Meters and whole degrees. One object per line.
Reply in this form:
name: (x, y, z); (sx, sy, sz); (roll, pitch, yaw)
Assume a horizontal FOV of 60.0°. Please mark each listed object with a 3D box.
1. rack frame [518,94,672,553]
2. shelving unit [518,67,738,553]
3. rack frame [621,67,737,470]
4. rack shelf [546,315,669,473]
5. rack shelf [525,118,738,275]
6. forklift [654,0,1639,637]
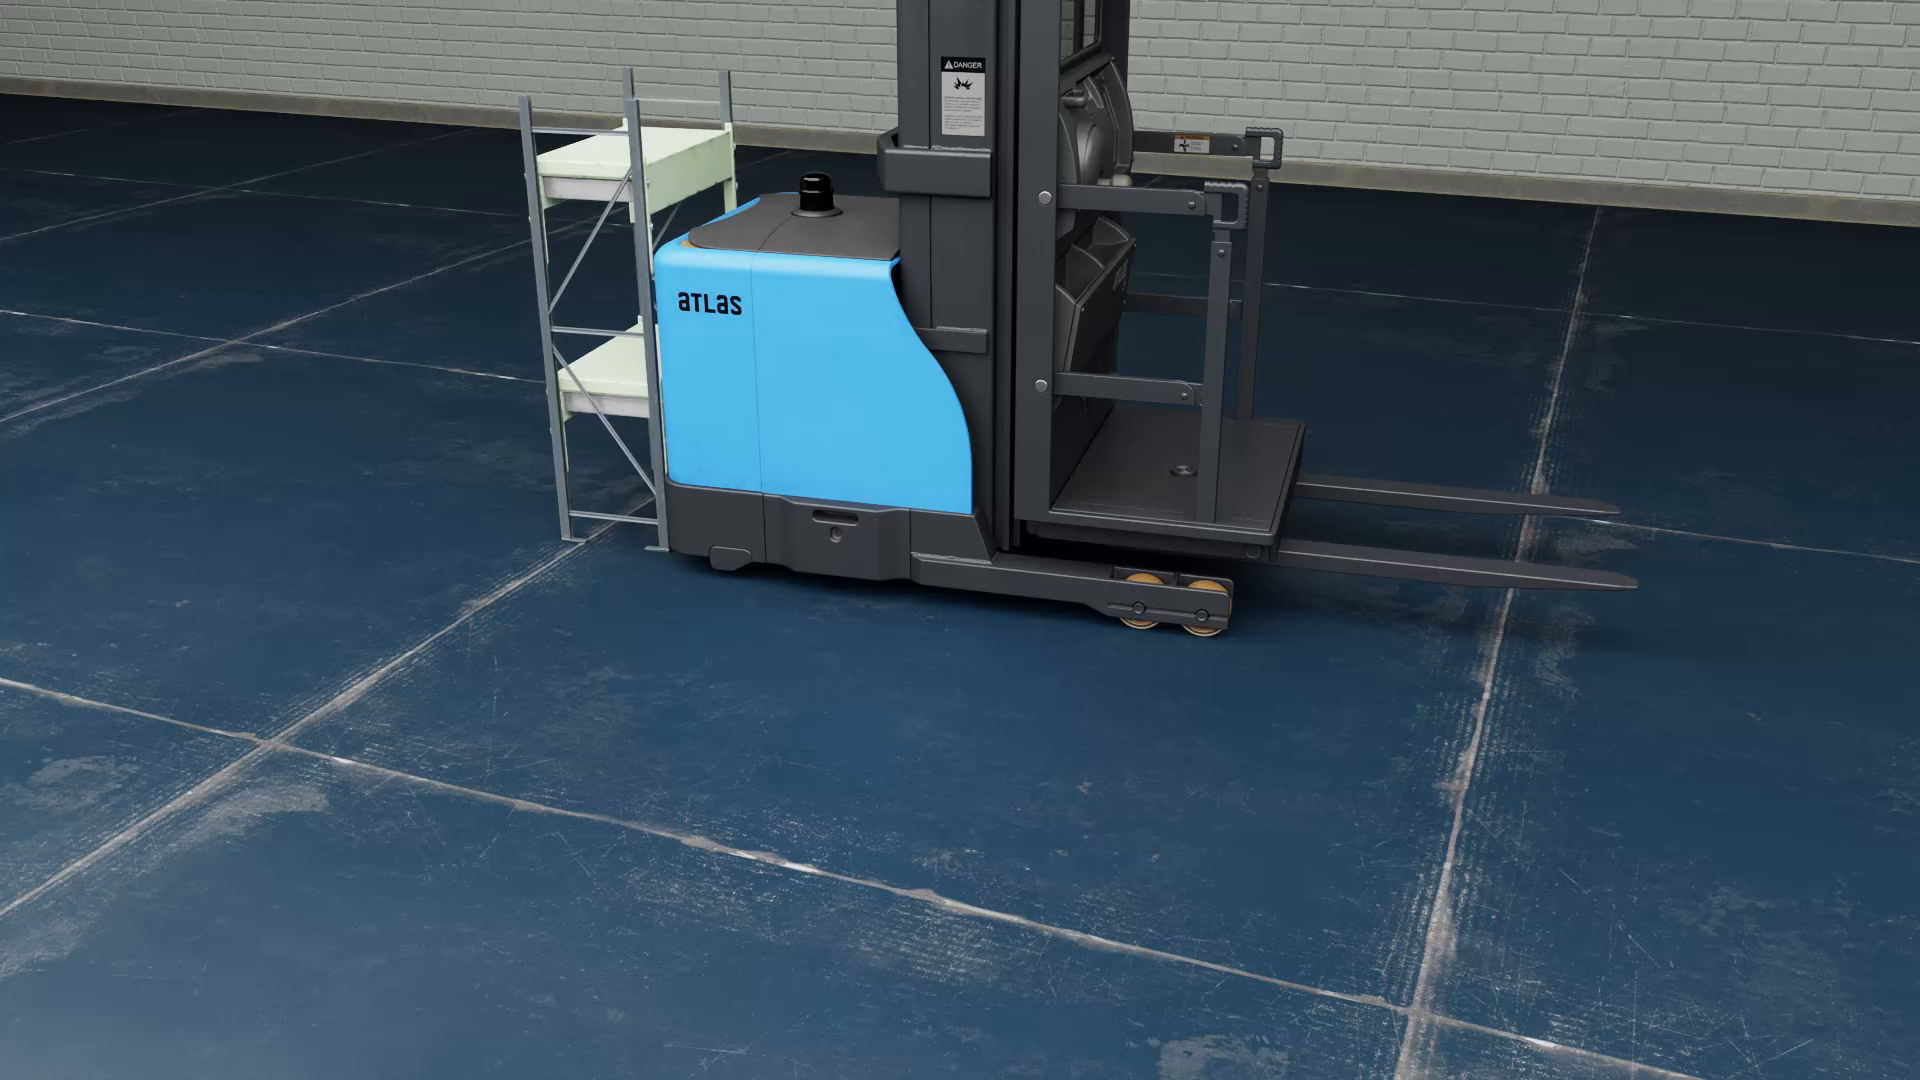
rack frame: (-1.178, -0.673, 5.415); (0.400, 1.500, 0.023); (6, 23, 14)
shelving unit: (-1.084, -0.809, 5.741); (0.431, 1.500, 0.755); (6, 23, 14)
rack frame: (-0.989, -0.945, 6.067); (0.400, 1.500, 0.023); (6, 23, 14)
rack shelf: (-1.084, -0.508, 5.867); (0.431, 0.370, 0.720); (6, 23, 14)
rack shelf: (-1.084, -1.169, 5.591); (0.431, 0.370, 0.720); (6, 23, 14)
forklift: (0.607, -1.287, 5.029); (3.031, 2.935, 1.130); (6, 23, 14)
